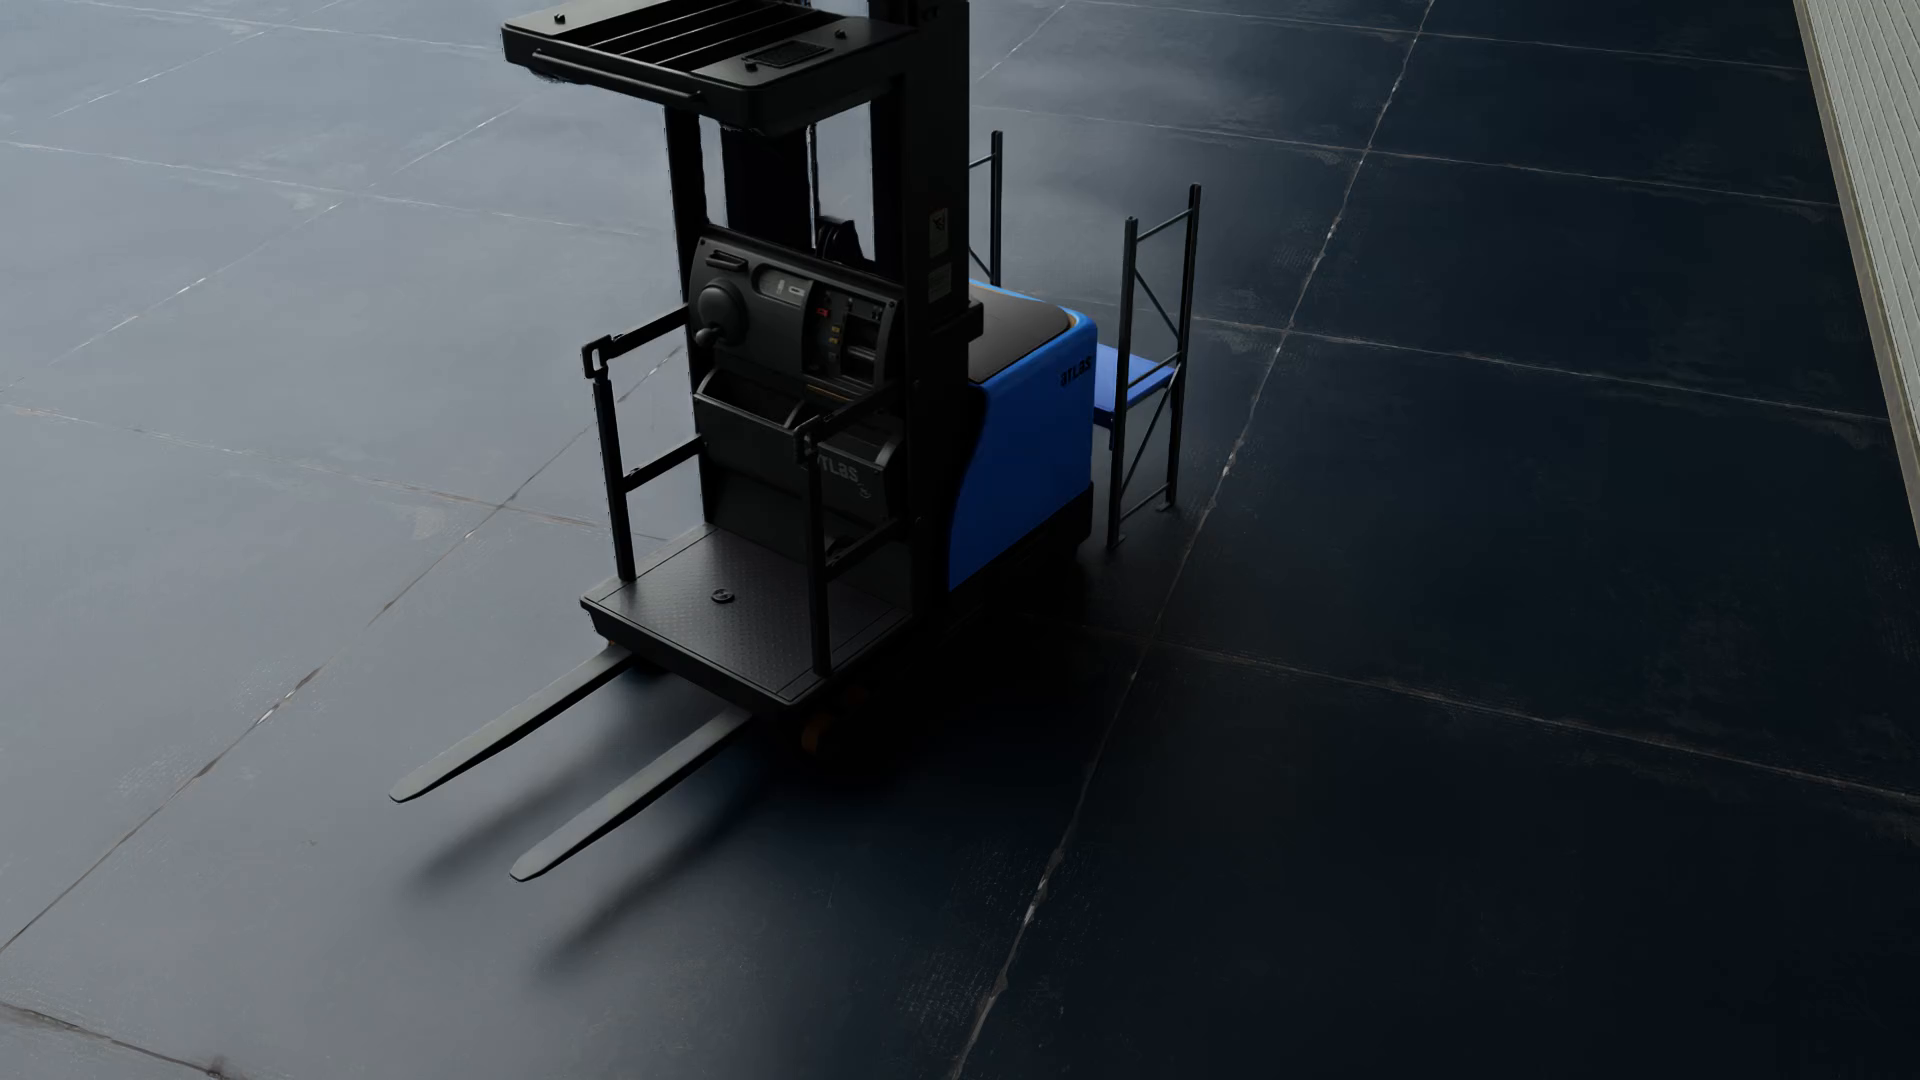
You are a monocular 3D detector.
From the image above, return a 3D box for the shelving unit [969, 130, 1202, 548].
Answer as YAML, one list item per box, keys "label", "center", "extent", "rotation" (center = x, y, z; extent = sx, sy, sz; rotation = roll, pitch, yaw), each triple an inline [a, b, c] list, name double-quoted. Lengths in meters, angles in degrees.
- label: "shelving unit"
  center: [0.411, -0.878, 7.227]
  extent: [1.048, 1.500, 0.538]
  rotation: [24, 40, 32]

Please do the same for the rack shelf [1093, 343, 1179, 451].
- label: "rack shelf"
  center: [0.411, -0.727, 7.325]
  extent: [1.000, 0.185, 0.538]
  rotation: [24, 40, 32]

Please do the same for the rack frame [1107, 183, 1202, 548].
- label: "rack frame"
  center: [0.806, -0.704, 6.958]
  extent: [0.032, 1.500, 0.500]
  rotation: [24, 40, 32]

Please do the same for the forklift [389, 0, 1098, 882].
- label: "forklift"
  center: [-0.722, -0.742, 5.696]
  extent: [1.130, 2.935, 3.031]
  rotation: [22, 39, 30]

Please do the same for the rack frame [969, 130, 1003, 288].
- label: "rack frame"
  center: [0.017, -1.052, 7.497]
  extent: [0.032, 1.500, 0.500]
  rotation: [24, 40, 32]
